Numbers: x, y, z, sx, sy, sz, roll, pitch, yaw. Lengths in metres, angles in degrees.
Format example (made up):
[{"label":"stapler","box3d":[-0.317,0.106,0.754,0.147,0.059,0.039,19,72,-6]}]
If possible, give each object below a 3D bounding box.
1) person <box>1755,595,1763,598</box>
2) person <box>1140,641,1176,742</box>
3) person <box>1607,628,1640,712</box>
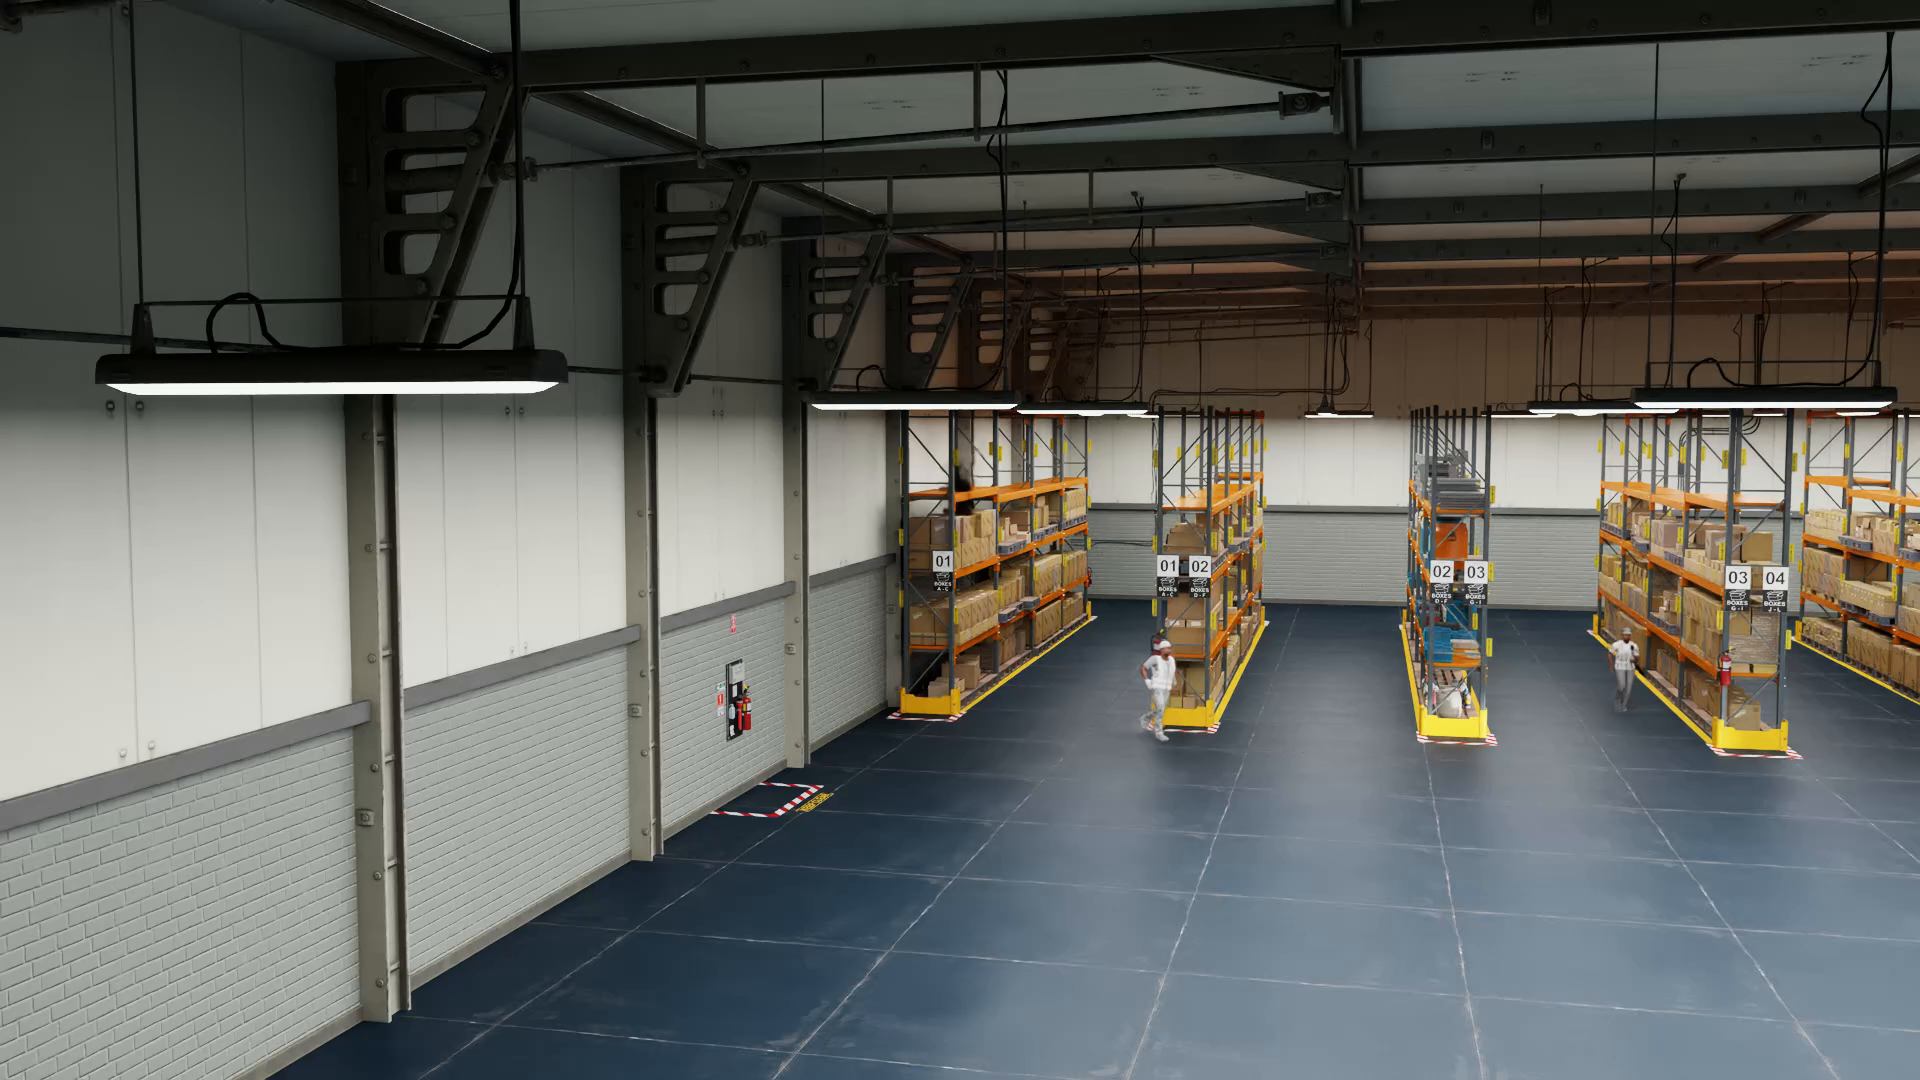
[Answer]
[{"label":"person","box3d":[20.584,1.789,43.146,0.661,1.668,0.796,2,4,20]},{"label":"person","box3d":[3.639,2.698,30.085,0.729,1.755,0.834,-3,5,-35]},{"label":"person","box3d":[13.002,2.549,32.519,0.550,1.657,0.635,0,4,6]}]
